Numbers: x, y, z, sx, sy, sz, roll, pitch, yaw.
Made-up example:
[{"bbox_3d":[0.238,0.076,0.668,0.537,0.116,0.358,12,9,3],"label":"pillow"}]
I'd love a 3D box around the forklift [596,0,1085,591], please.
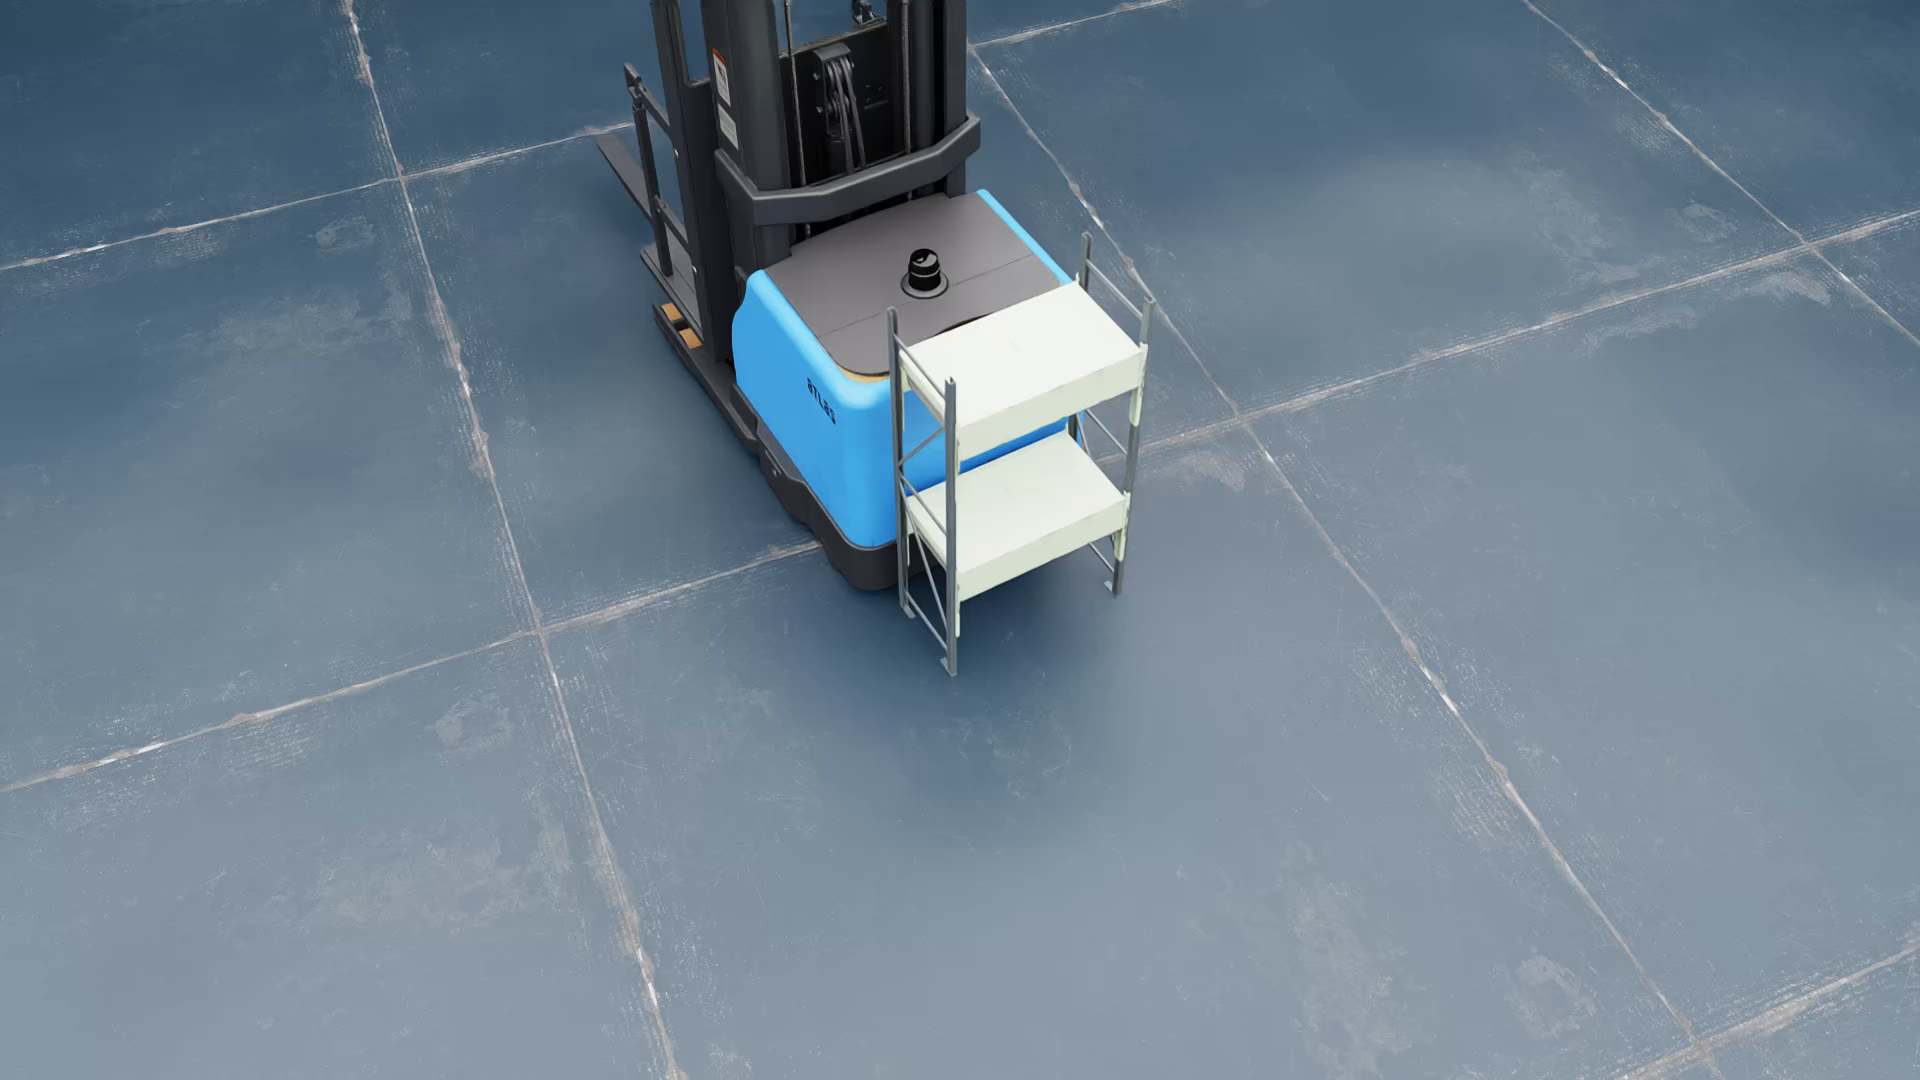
[{"bbox_3d":[-0.689,-1.877,6.271,1.130,2.935,3.031,-24,53,-19],"label":"forklift"}]

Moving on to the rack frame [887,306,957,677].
[{"bbox_3d":[-0.121,-0.115,5.701,0.023,1.500,0.400,-24,53,-19],"label":"rack frame"}]

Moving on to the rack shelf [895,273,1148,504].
[{"bbox_3d":[0.195,-0.509,5.525,0.720,0.370,0.431,-24,53,-19],"label":"rack shelf"}]

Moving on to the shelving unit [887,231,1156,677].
[{"bbox_3d":[0.195,-0.255,5.821,0.755,1.500,0.431,-24,53,-19],"label":"shelving unit"}]

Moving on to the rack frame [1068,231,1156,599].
[{"bbox_3d":[0.511,-0.395,5.942,0.023,1.500,0.400,-24,53,-19],"label":"rack frame"}]

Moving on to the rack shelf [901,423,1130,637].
[{"bbox_3d":[0.195,-0.043,6.069,0.720,0.370,0.431,-24,53,-19],"label":"rack shelf"}]
